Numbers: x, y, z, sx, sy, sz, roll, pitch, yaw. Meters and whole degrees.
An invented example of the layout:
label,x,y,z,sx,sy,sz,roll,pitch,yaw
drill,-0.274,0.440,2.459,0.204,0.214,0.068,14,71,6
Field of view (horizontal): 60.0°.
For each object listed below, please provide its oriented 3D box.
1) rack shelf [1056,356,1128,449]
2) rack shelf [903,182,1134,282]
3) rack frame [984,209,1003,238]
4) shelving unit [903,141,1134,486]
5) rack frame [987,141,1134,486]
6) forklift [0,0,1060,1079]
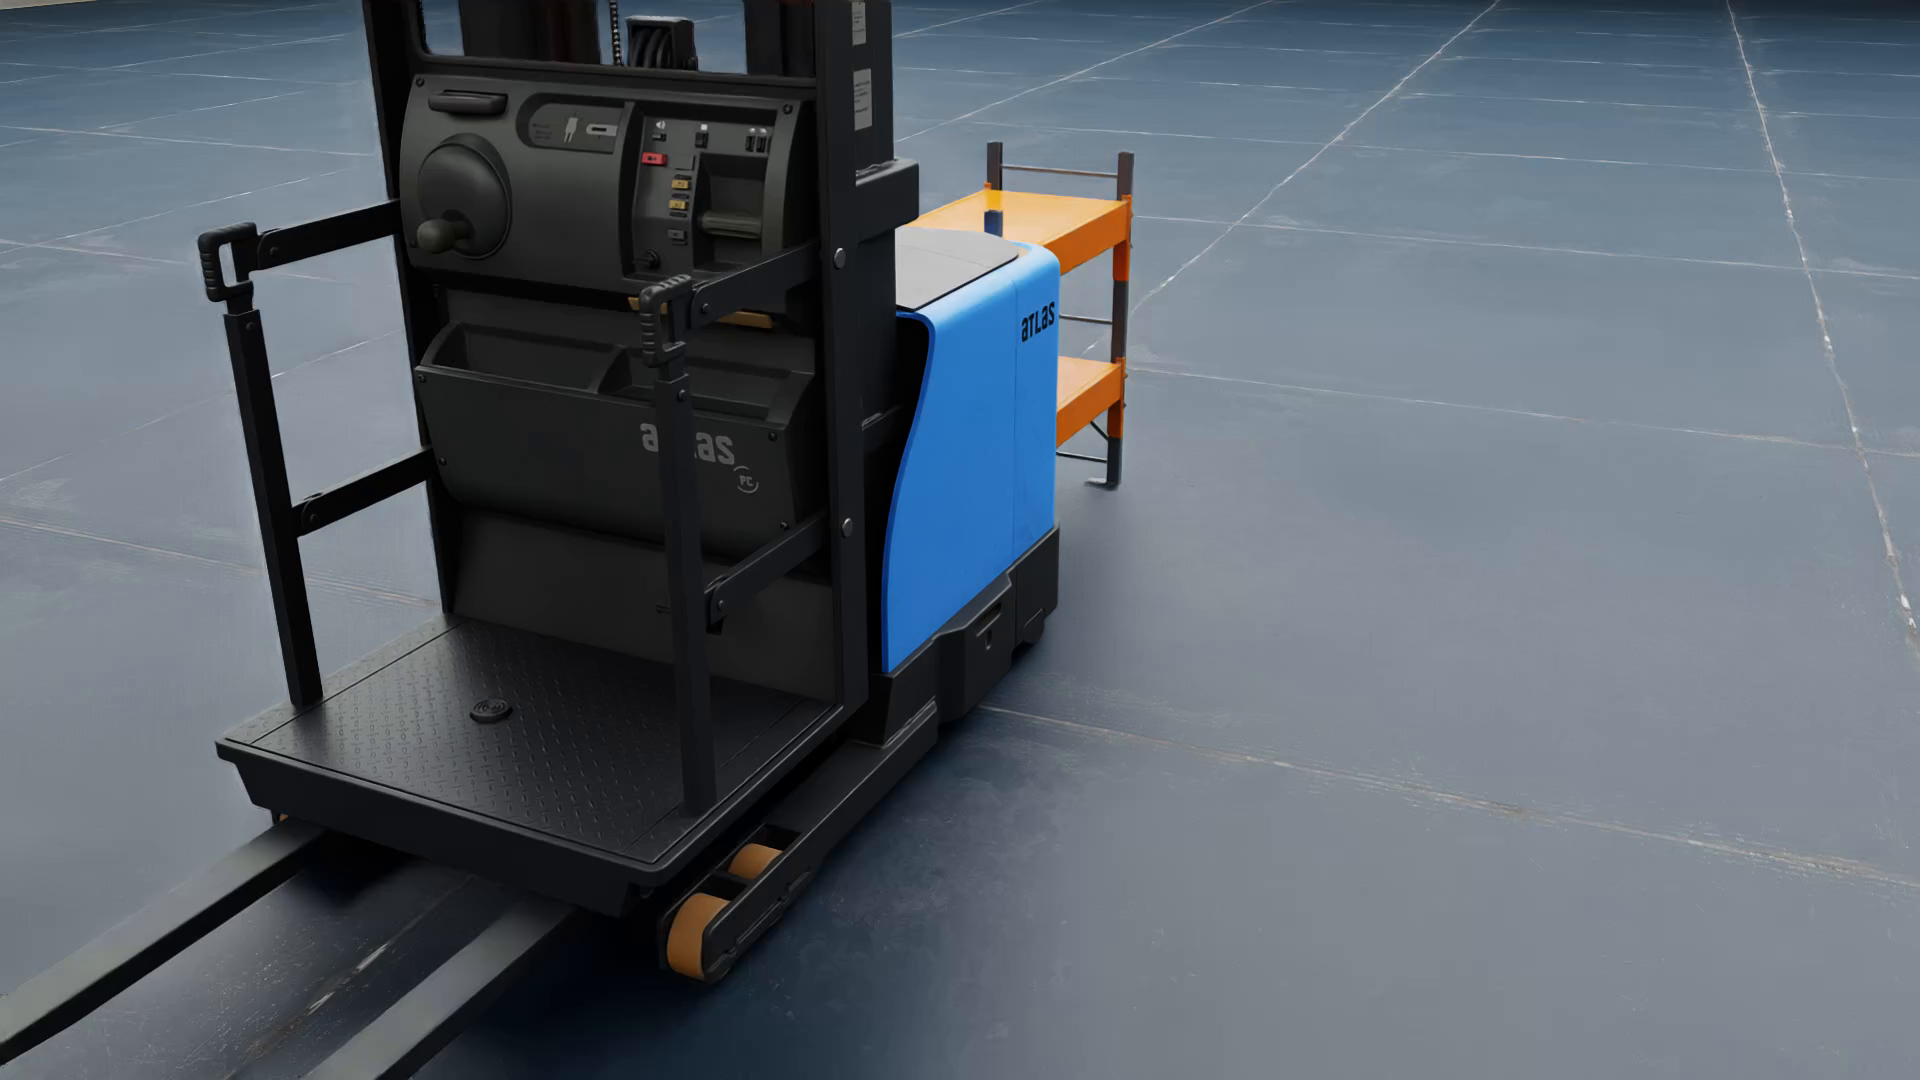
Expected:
label,x,y,z,sx,sy,sz,roll,pitch,yaw
rack shelf,0.102,-0.347,5.255,0.538,0.278,1.000,10,25,23
rack shelf,0.102,-0.843,5.048,0.538,0.278,1.000,10,25,23
rack frame,-0.117,-0.396,4.738,0.500,1.125,0.032,10,25,23
shelving unit,0.102,-0.572,5.161,0.538,1.125,1.048,10,25,23
rack frame,0.321,-0.749,5.584,0.500,1.125,0.032,10,25,23
forklift,-0.817,-0.693,3.105,1.130,2.935,3.031,10,25,23
